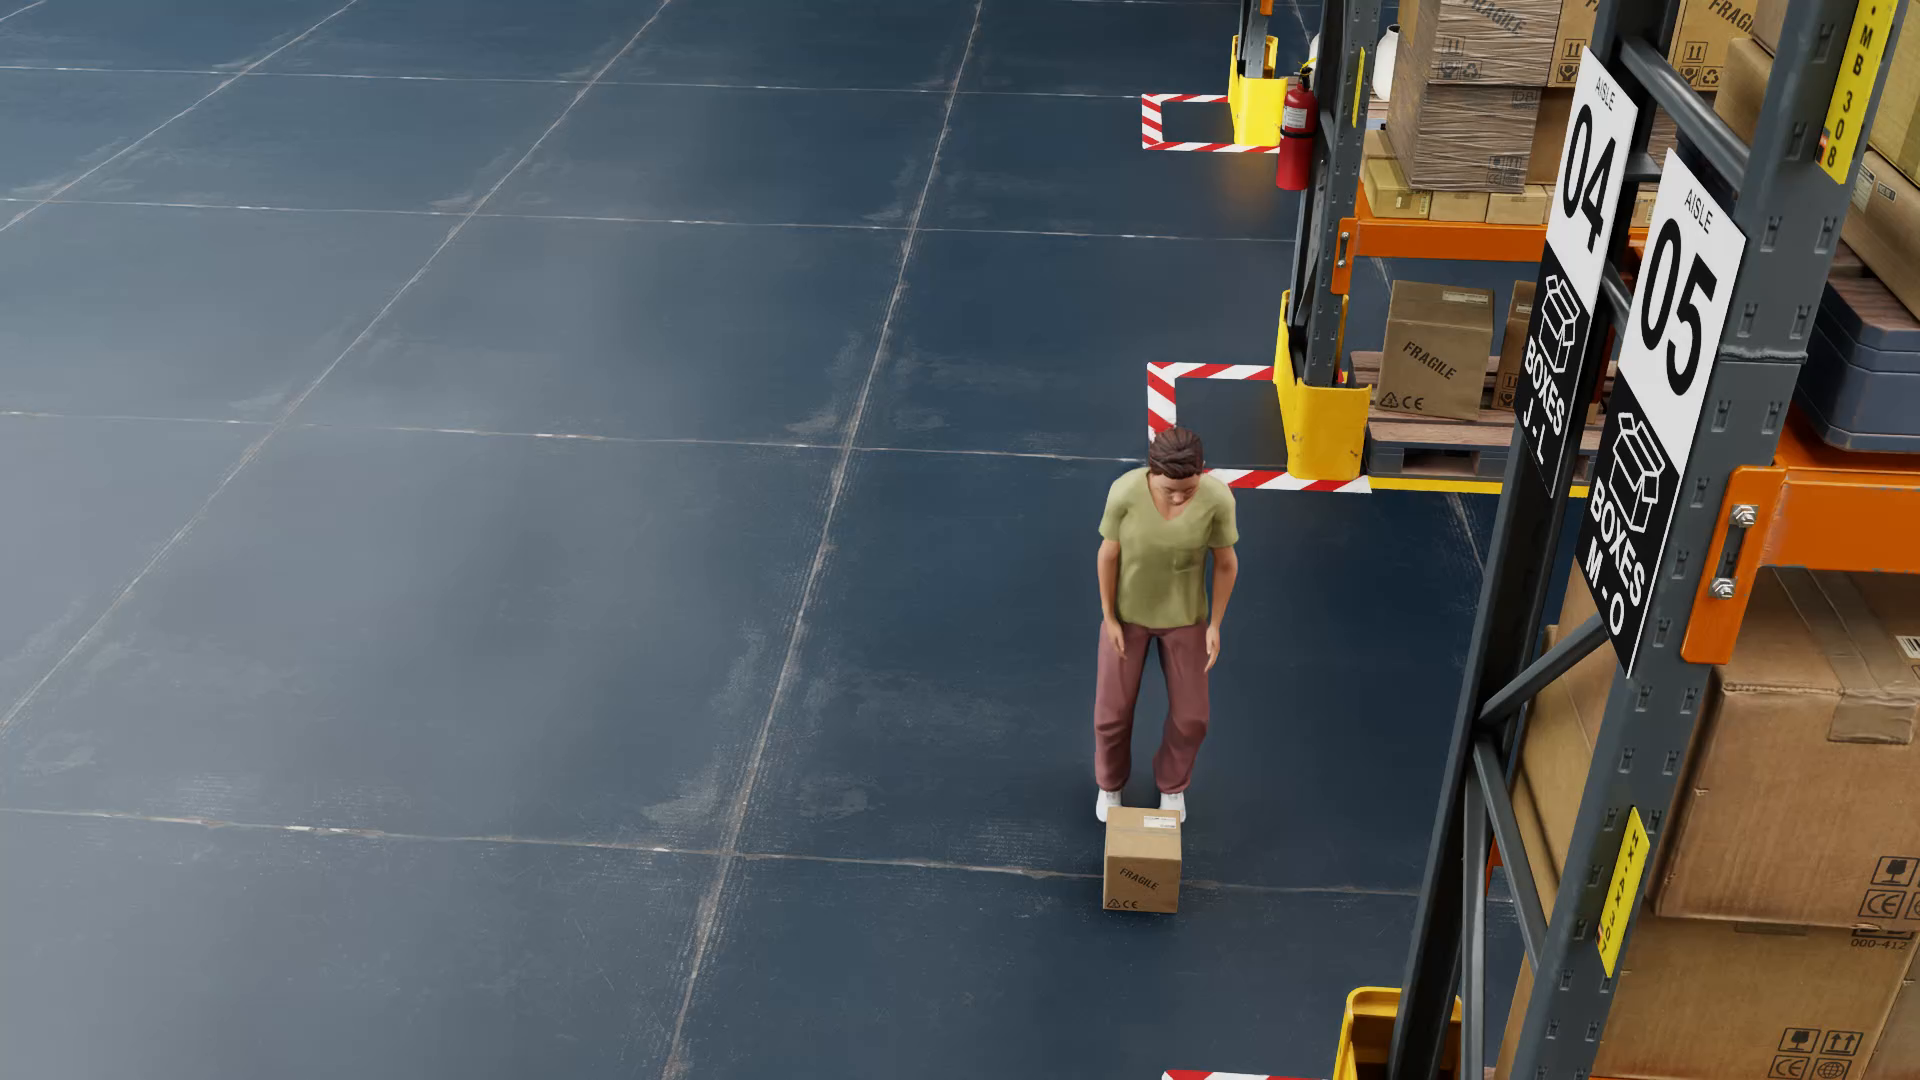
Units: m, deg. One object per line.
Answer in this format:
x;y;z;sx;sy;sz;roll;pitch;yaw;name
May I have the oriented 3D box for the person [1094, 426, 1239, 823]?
0.700;0.288;5.744;0.474;1.617;0.406;3;32;5;person
